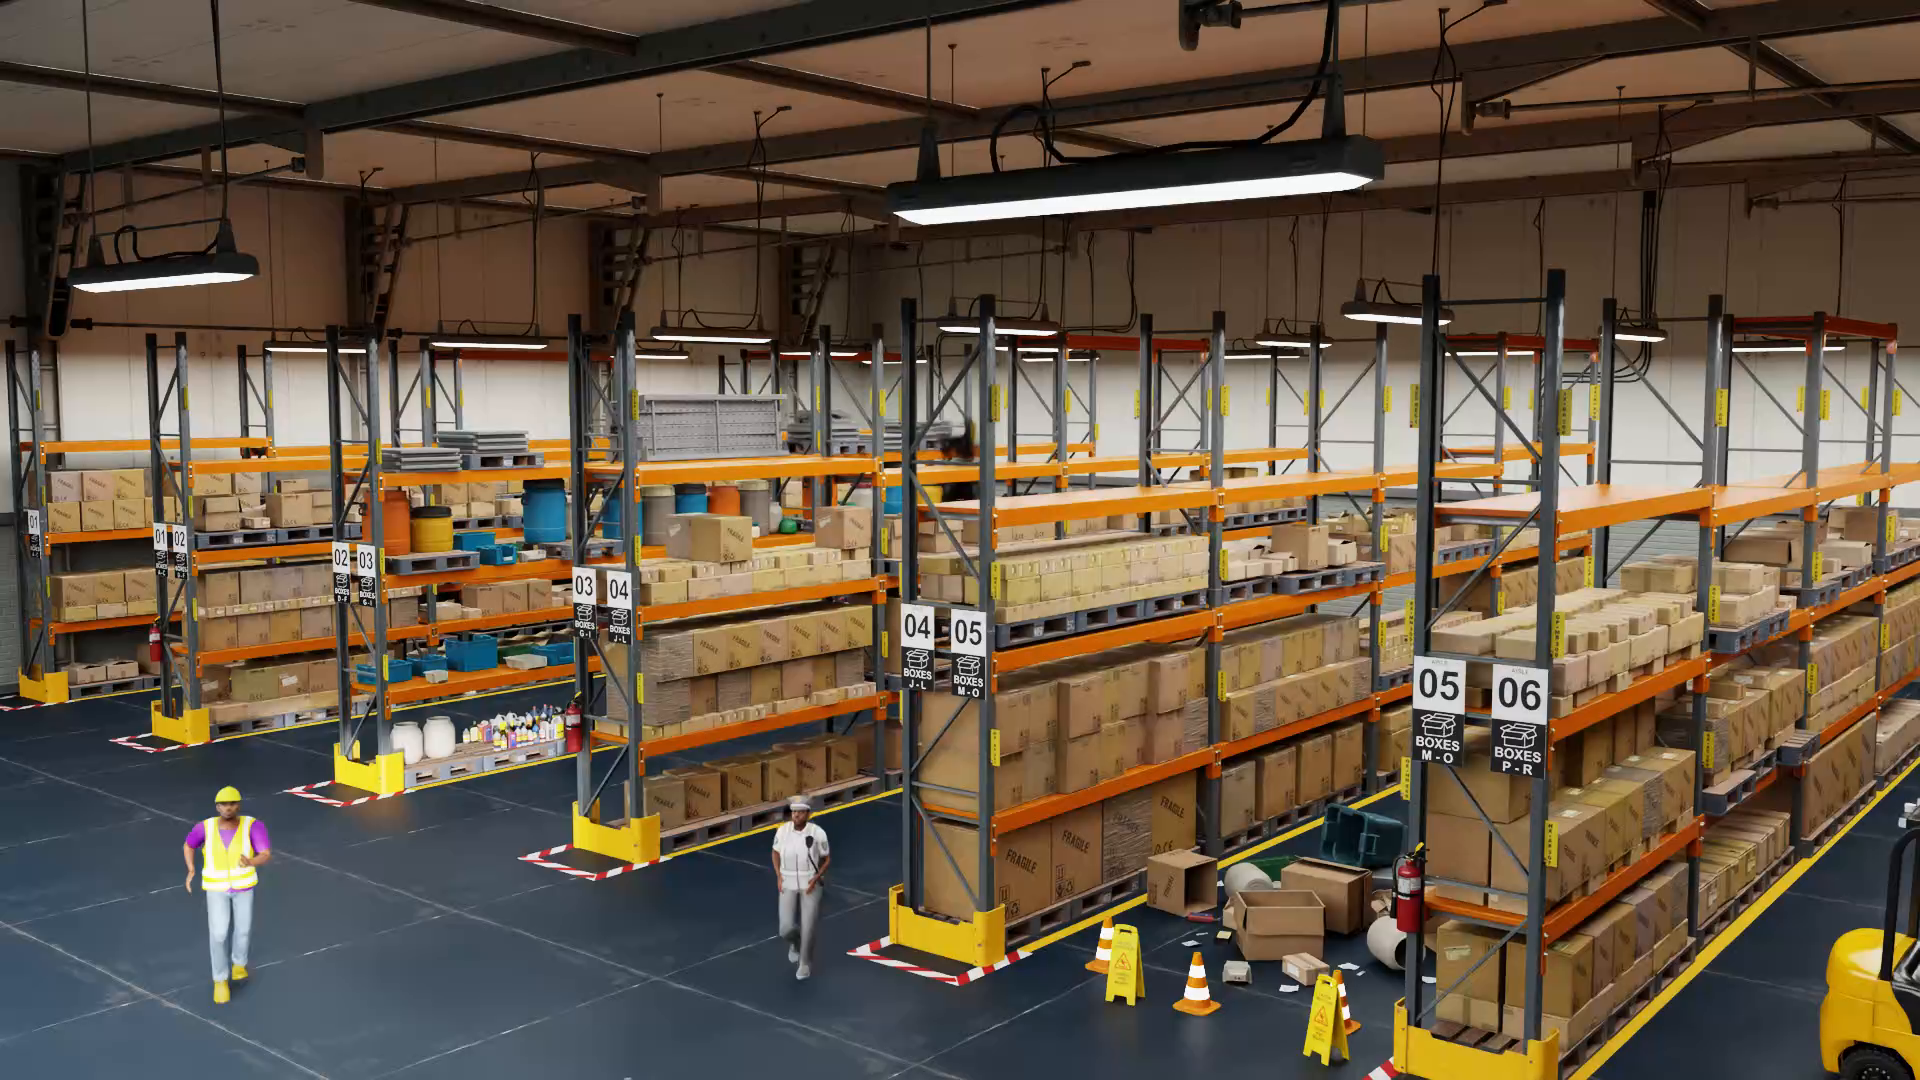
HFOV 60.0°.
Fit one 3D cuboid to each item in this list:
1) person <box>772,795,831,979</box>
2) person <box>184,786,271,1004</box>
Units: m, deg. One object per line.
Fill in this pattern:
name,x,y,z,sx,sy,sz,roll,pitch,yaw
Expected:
person,-1.409,3.041,14.602,0.541,1.652,0.527,0,5,5
person,-6.247,3.011,14.230,0.669,1.823,0.751,-3,6,-28
